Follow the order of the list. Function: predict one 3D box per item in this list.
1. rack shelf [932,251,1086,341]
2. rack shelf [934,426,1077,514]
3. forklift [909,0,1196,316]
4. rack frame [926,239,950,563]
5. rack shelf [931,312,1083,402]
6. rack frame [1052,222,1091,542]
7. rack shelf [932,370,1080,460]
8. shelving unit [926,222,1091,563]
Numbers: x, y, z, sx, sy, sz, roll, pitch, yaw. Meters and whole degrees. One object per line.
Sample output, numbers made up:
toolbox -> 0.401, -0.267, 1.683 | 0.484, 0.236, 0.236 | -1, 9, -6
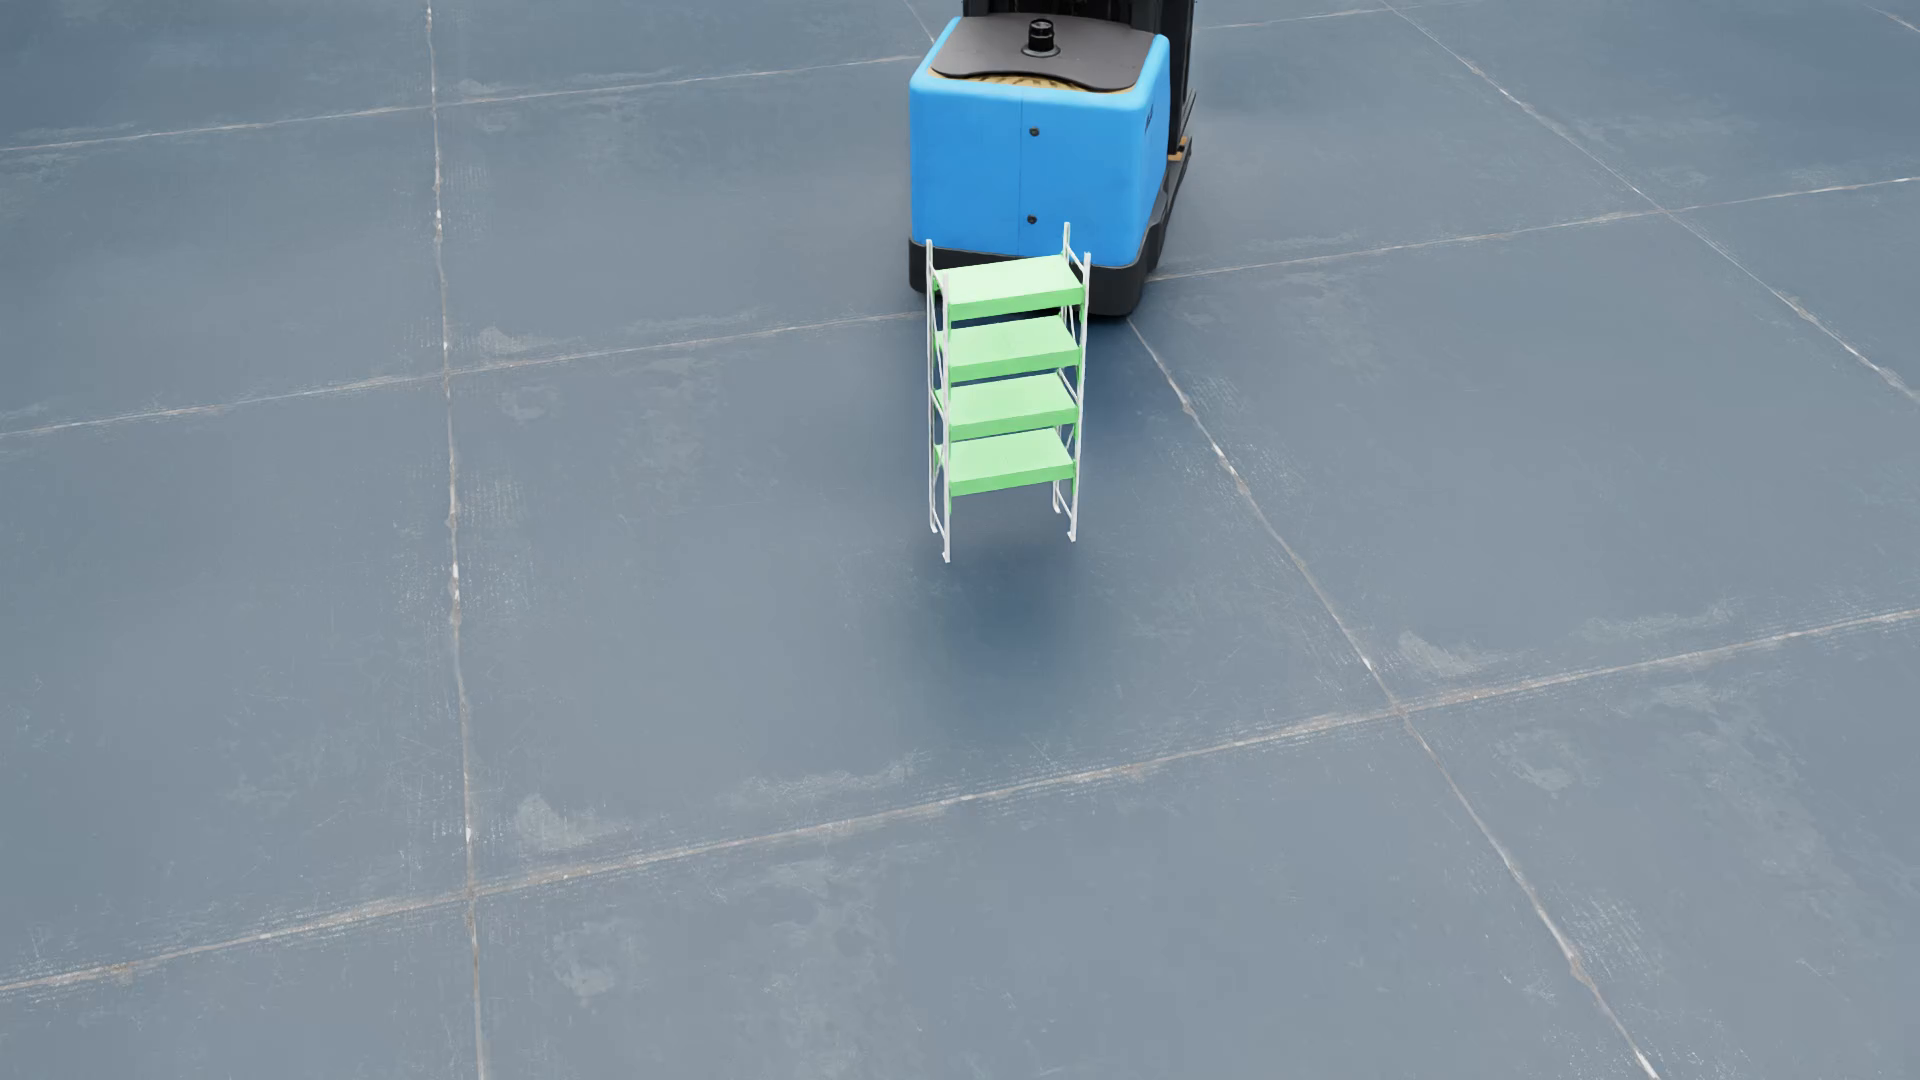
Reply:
rack shelf -> 0.160, -0.833, 5.667 | 0.480, 0.148, 0.258 | -9, 38, -12
rack shelf -> 0.160, -0.261, 6.104 | 0.480, 0.148, 0.258 | -9, 38, -12
forklift -> 0.612, -3.066, 7.845 | 1.130, 2.935, 3.031 | 8, 38, 11
rack frame -> -0.076, -0.464, 5.869 | 0.015, 1.200, 0.240 | -9, 38, -12
rack shelf -> 0.160, -0.643, 5.813 | 0.480, 0.148, 0.258 | -9, 38, -12
rack frame -> 0.395, -0.541, 5.970 | 0.015, 1.200, 0.240 | -9, 38, -12
rack shelf -> 0.160, -0.452, 5.959 | 0.480, 0.148, 0.258 | -9, 38, -12
shelving unit -> 0.160, -0.503, 5.920 | 0.503, 1.200, 0.258 | -9, 38, -12
